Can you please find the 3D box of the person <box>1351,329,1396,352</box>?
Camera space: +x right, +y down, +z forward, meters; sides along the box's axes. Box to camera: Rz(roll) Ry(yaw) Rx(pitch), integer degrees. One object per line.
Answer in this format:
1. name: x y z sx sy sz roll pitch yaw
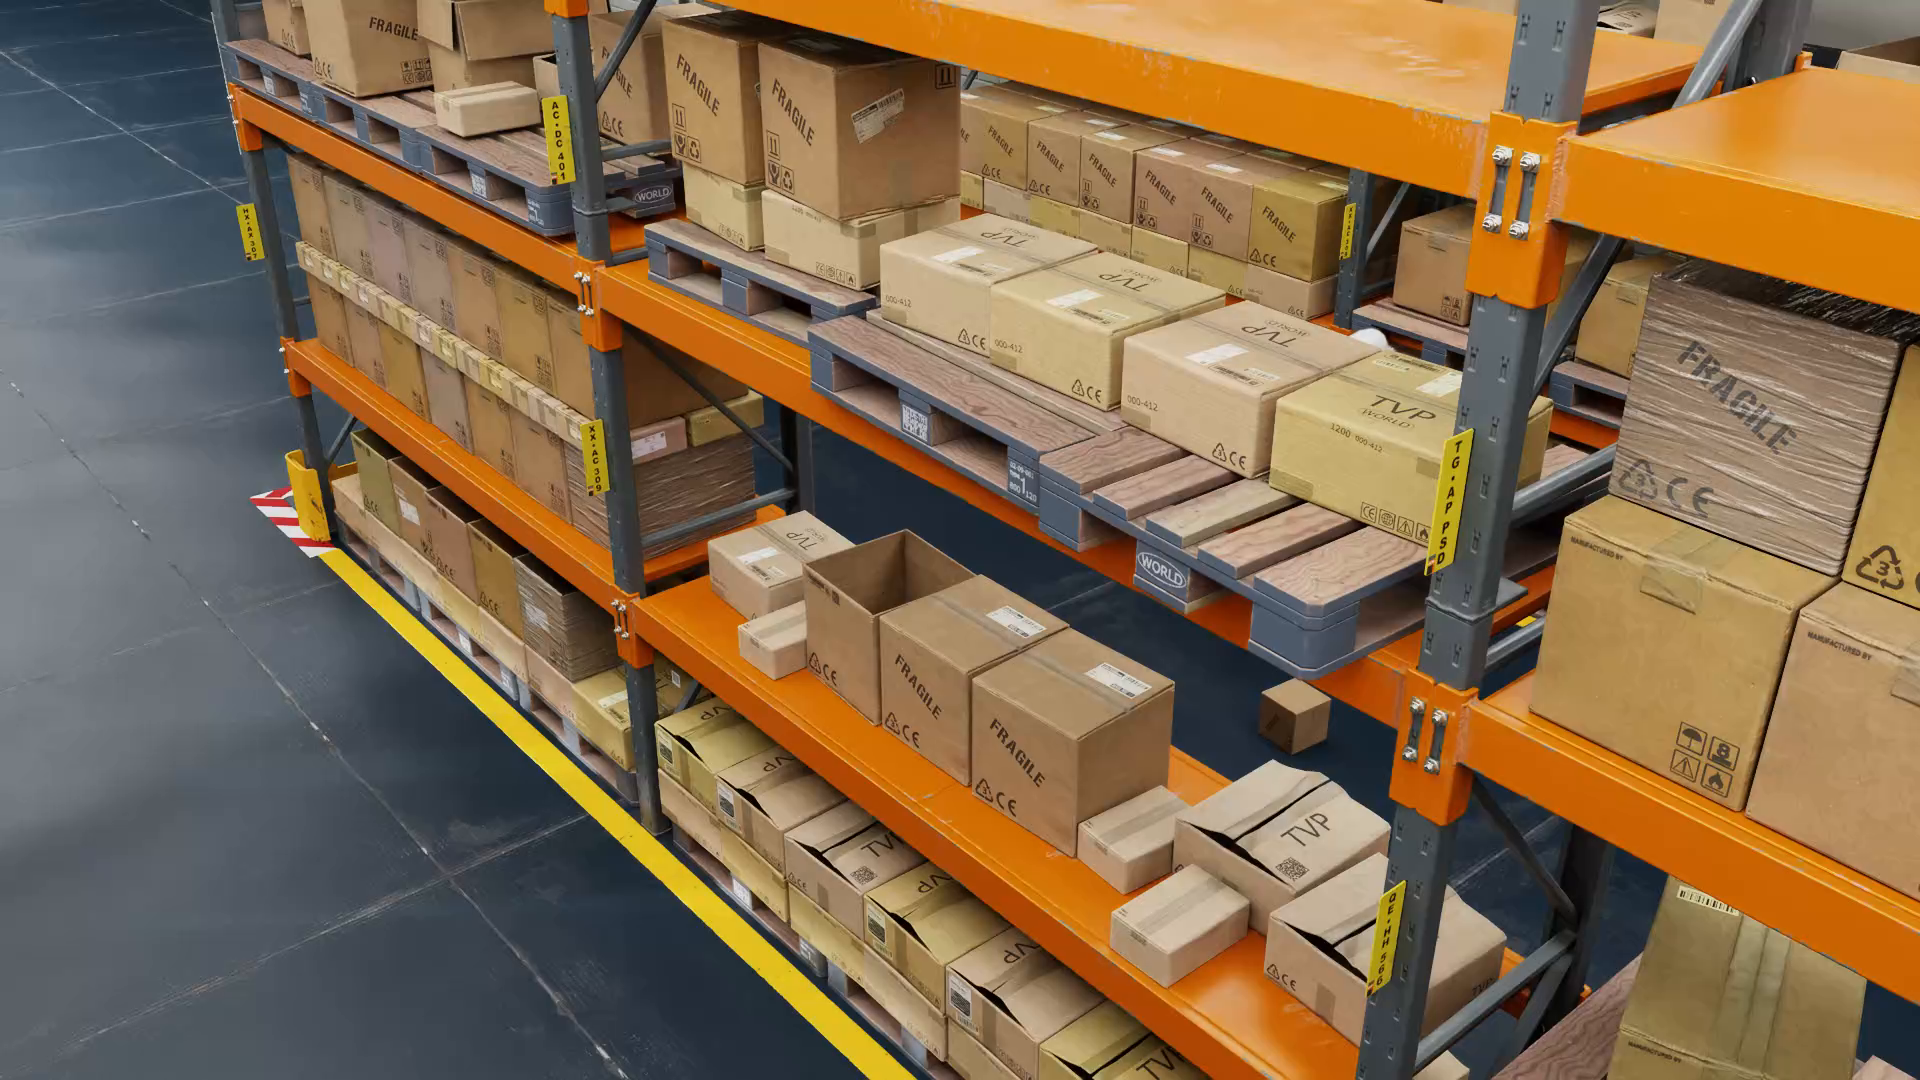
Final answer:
1. person: 2.153 -0.331 9.221 0.457 1.805 0.635 -22 35 -35
